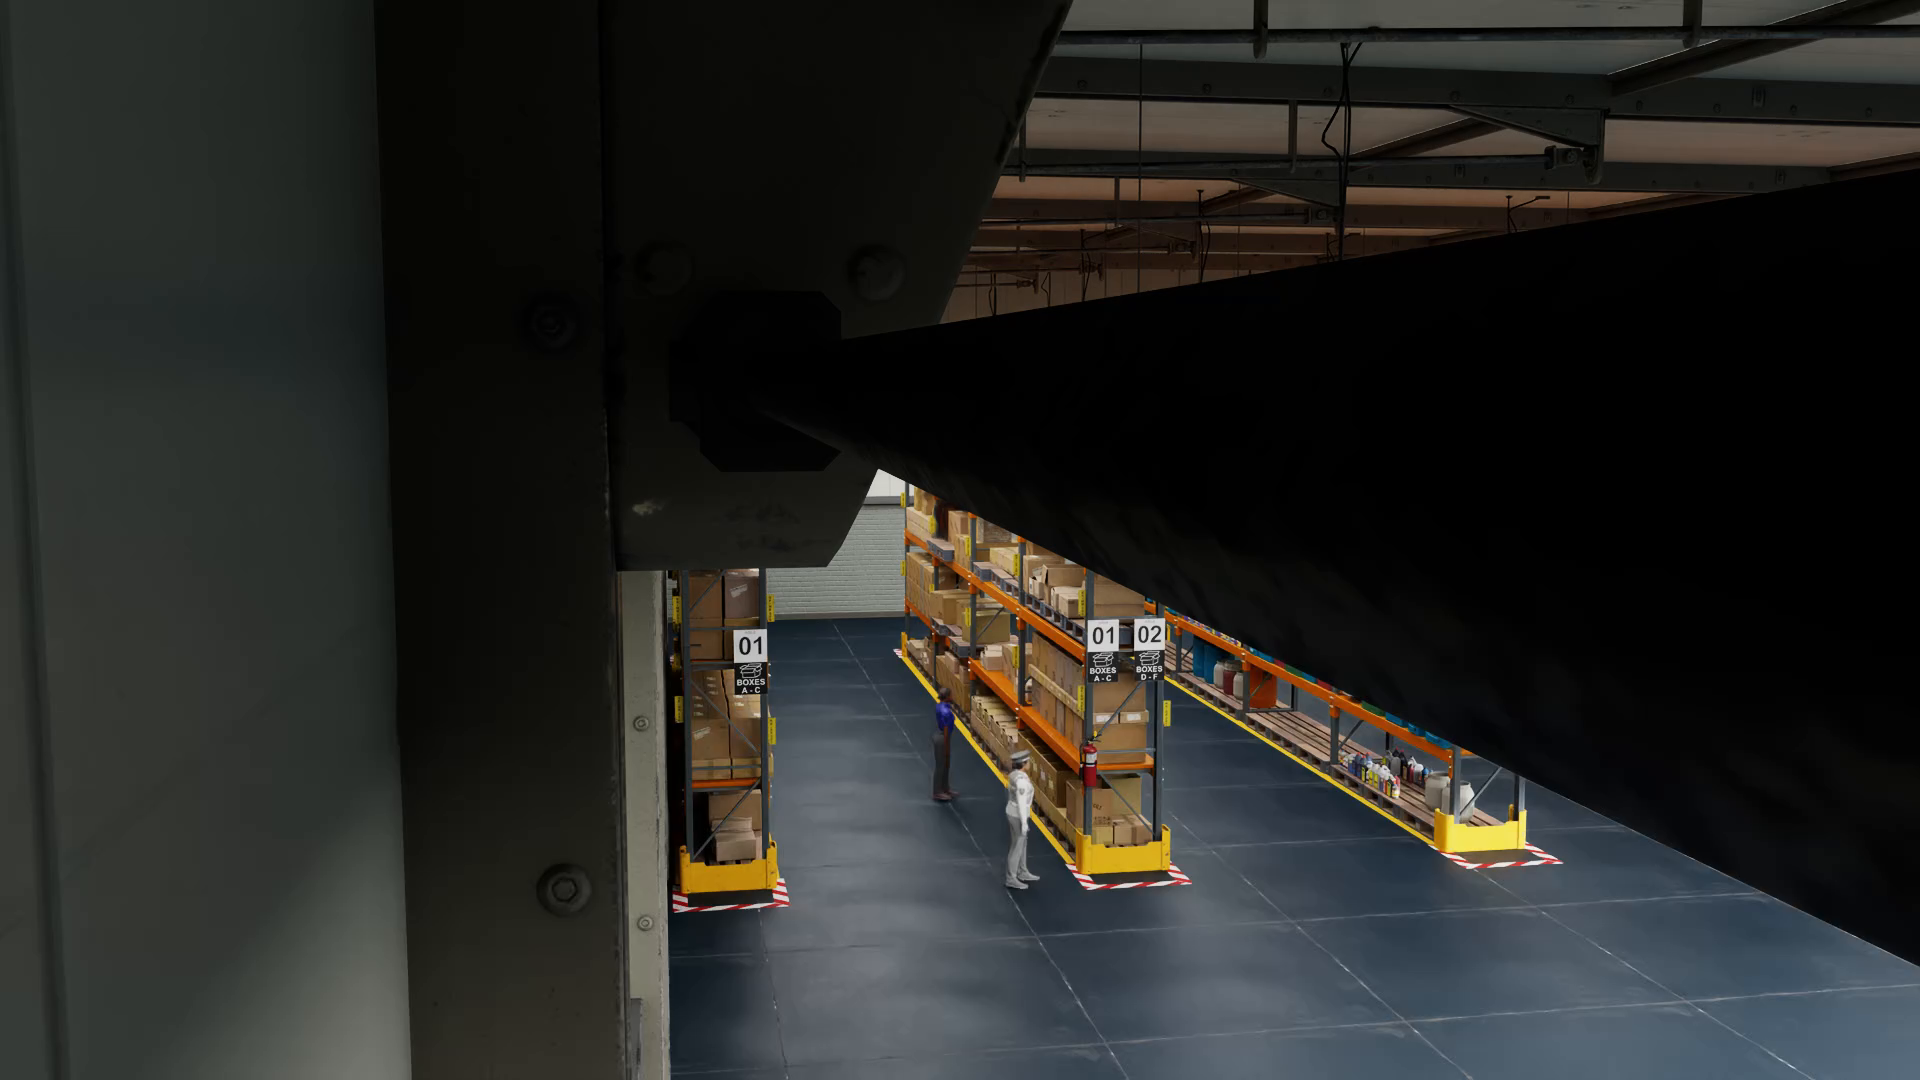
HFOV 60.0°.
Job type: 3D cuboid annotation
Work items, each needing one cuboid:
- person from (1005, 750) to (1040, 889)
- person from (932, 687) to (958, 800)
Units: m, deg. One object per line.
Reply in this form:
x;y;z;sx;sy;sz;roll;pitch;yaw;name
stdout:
0.786;3.405;20.323;0.464;1.688;0.554;-1;6;-8;person
-0.202;2.977;24.413;0.405;1.676;0.470;-1;6;-8;person
